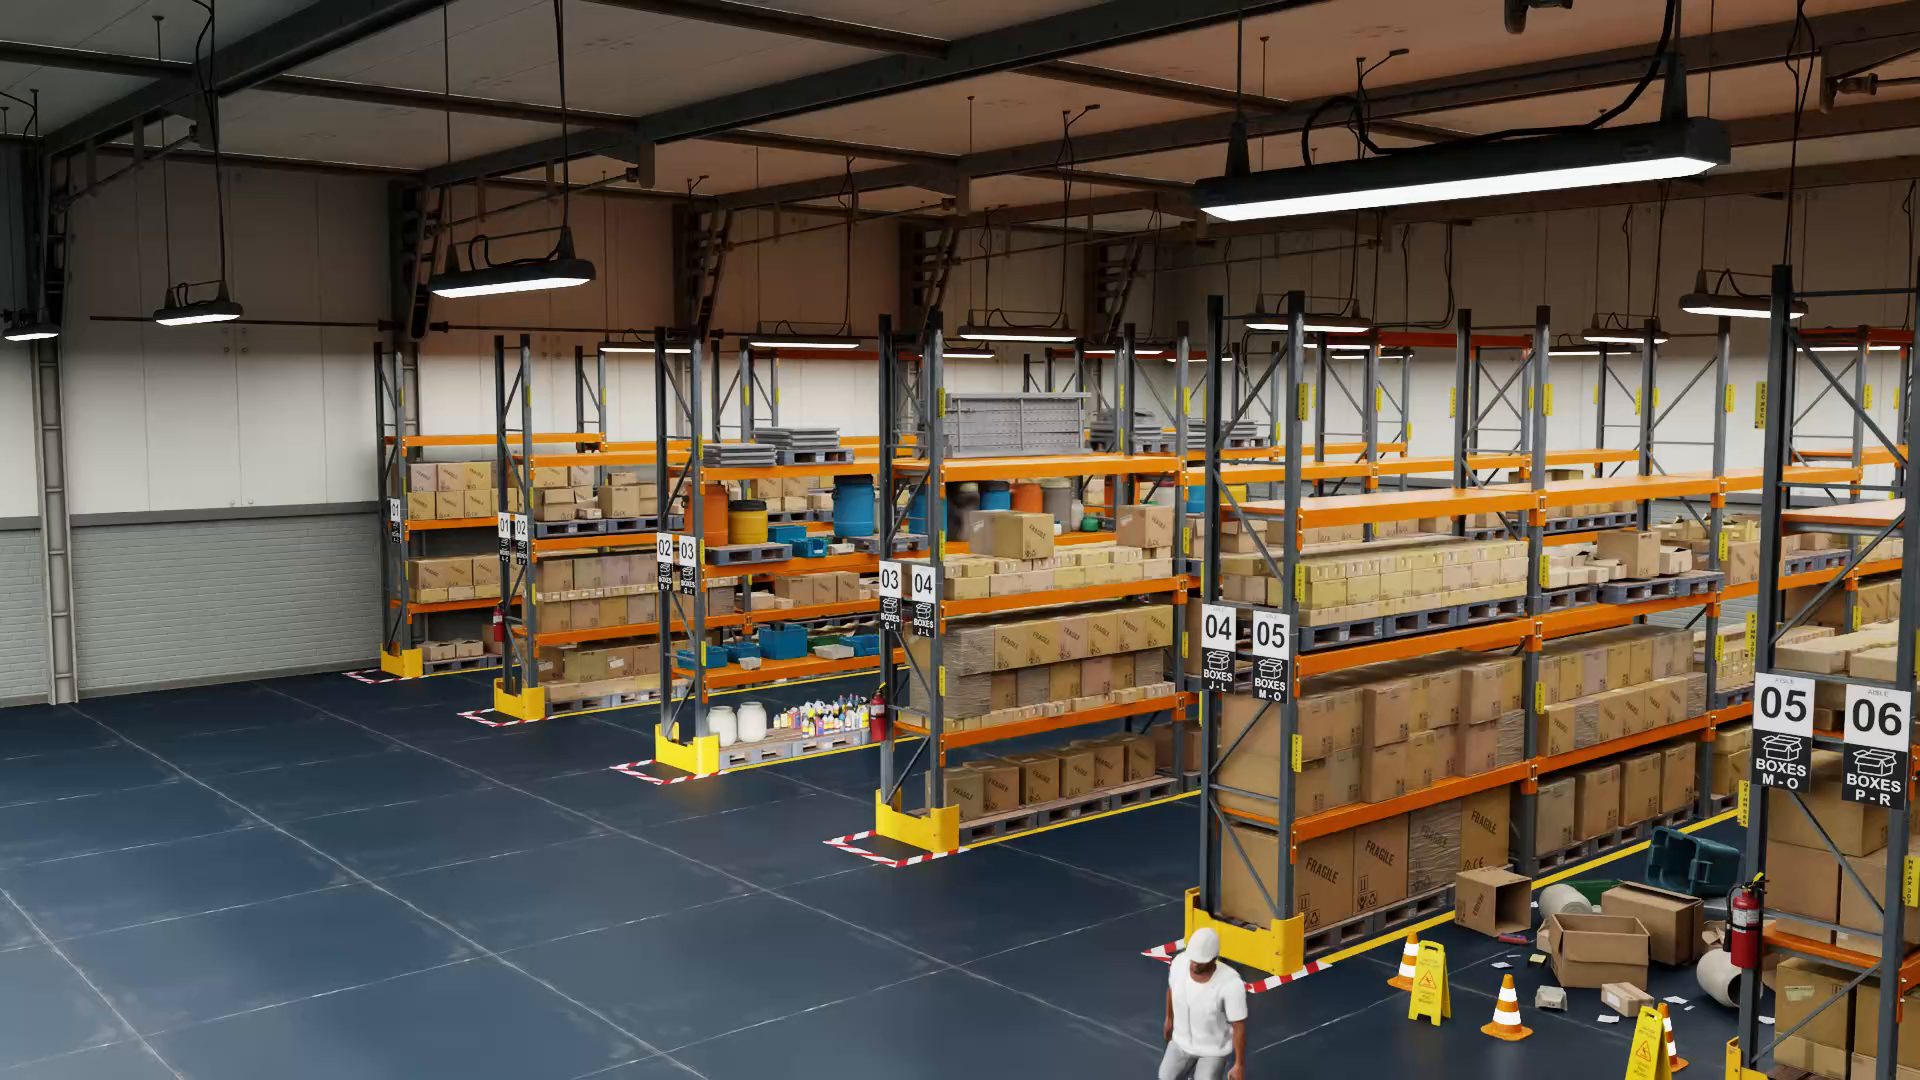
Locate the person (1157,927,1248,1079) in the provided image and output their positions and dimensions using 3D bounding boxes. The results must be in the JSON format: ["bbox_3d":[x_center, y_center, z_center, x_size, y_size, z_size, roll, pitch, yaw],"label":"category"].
[{"bbox_3d":[1.598,3.315,11.000,0.836,1.684,0.694,4,7,39],"label":"person"}]

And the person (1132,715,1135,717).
[{"bbox_3d":[2.420,2.144,25.654,0.570,1.366,0.970,3,6,31],"label":"person"}]
